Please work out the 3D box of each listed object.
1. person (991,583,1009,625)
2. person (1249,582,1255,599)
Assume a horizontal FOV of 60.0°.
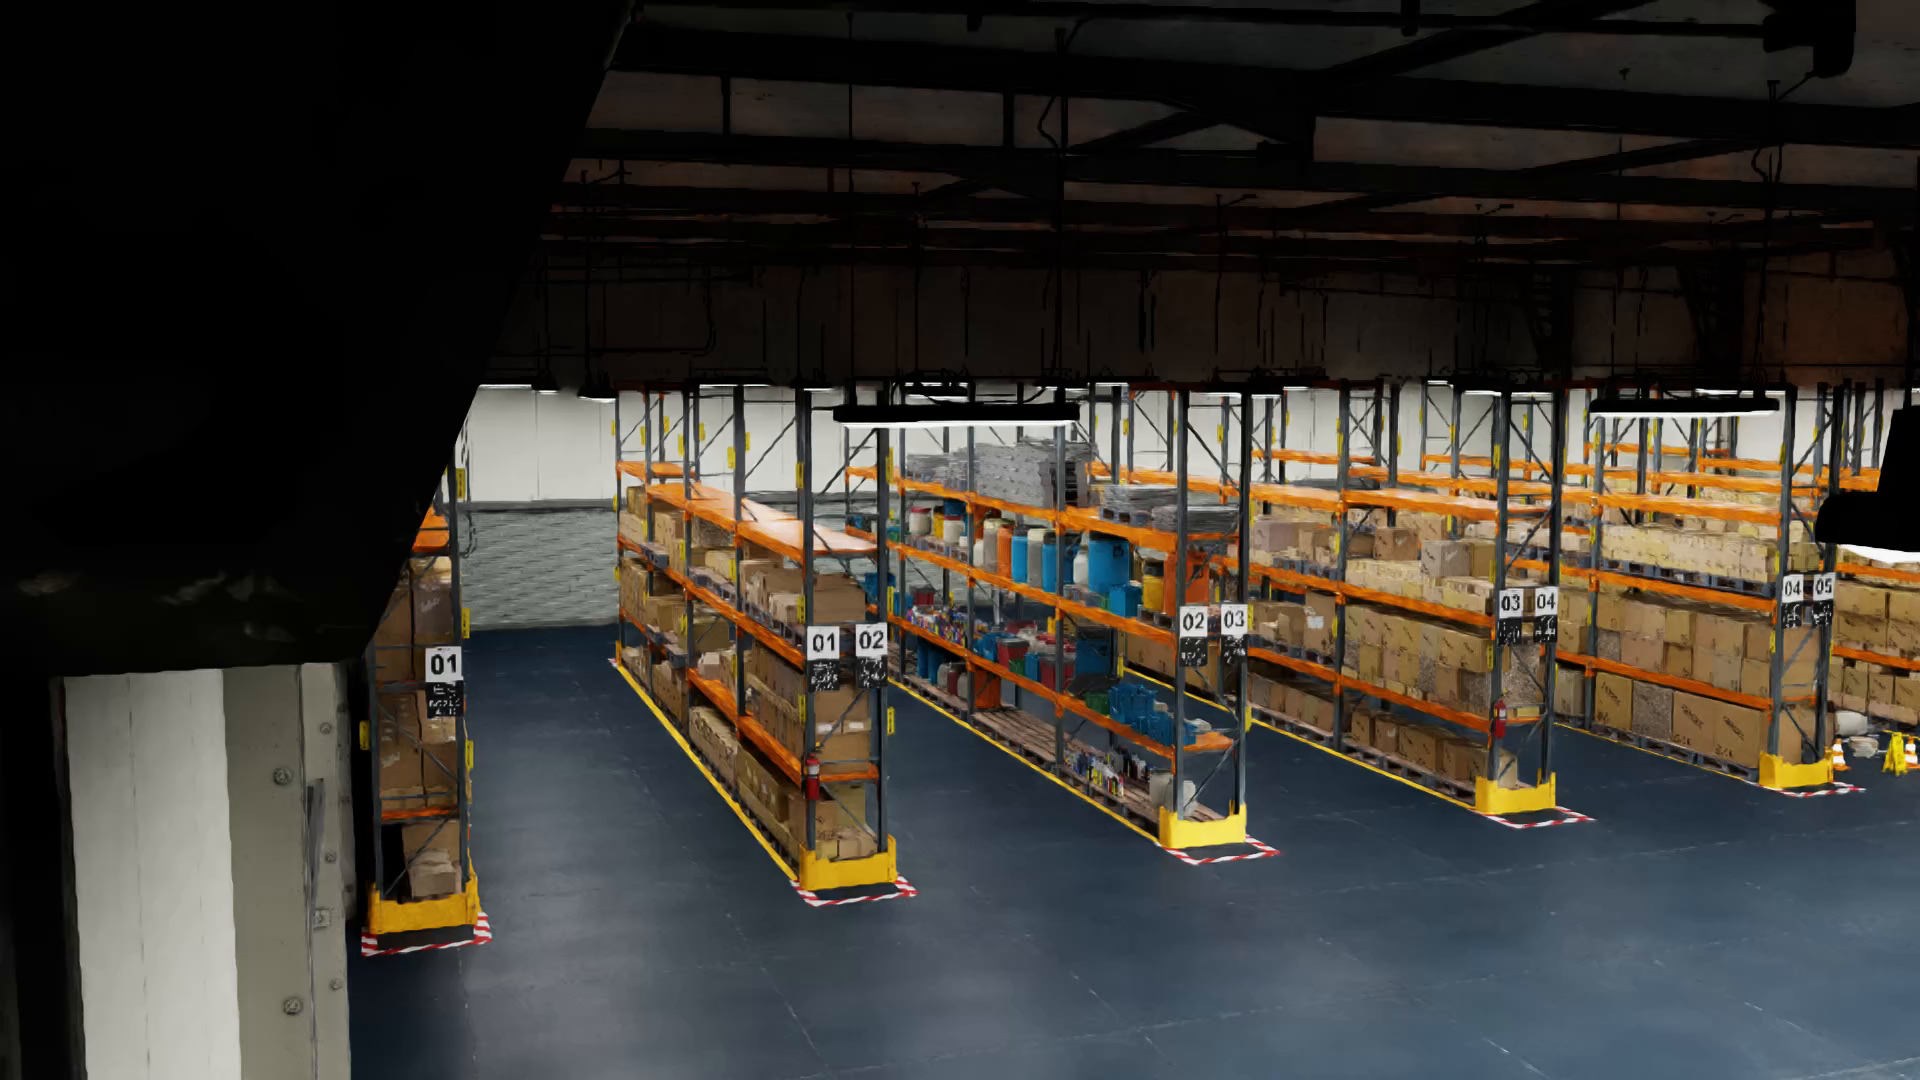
[{"bbox_3d":[0.986,1.235,40.438,0.443,1.621,1.002,-1,6,-10],"label":"person"},{"bbox_3d":[7.727,0.716,44.845,0.574,1.771,0.602,4,7,35],"label":"person"}]
